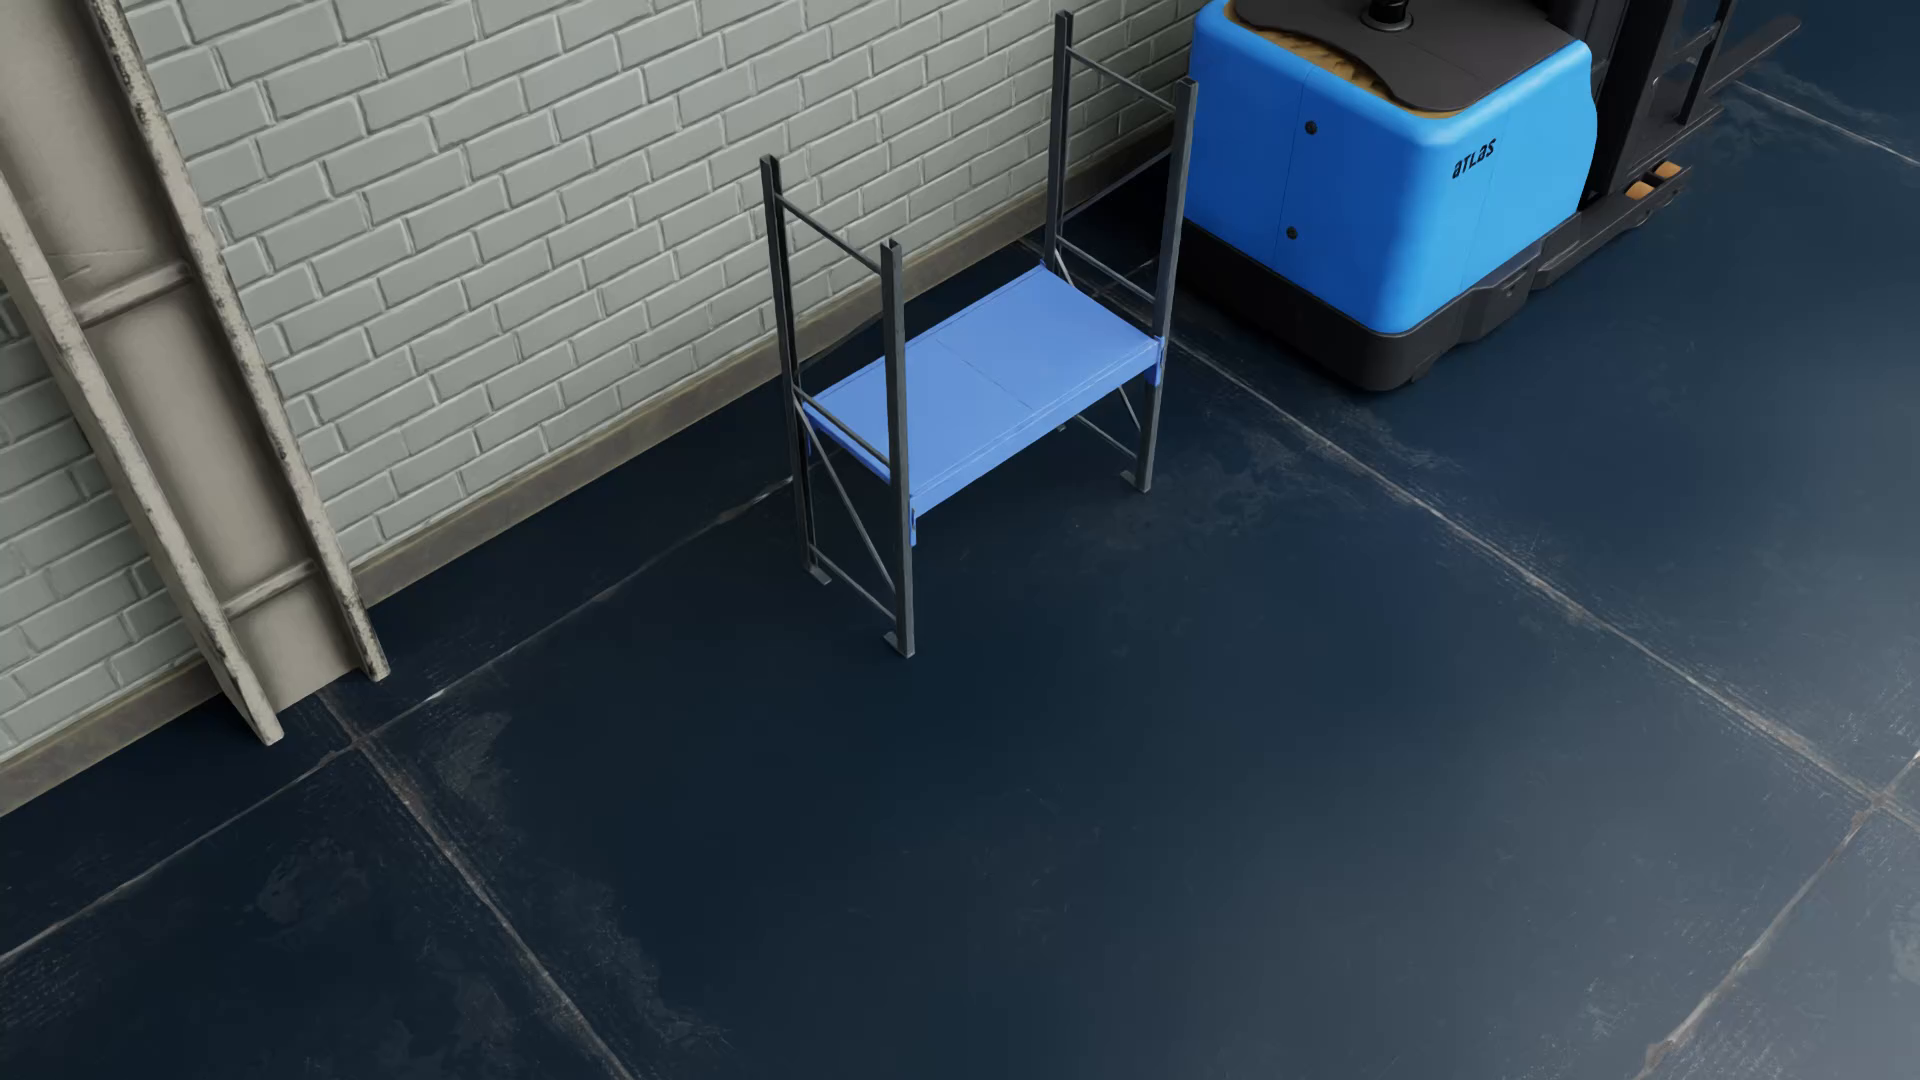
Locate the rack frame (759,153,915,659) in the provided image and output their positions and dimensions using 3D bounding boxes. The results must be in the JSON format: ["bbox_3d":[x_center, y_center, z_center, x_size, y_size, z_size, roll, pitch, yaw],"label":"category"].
[{"bbox_3d":[-0.313,-0.299,4.506,0.032,1.500,0.500,-34,56,-27],"label":"rack frame"}]

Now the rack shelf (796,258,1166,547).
[{"bbox_3d":[0.063,-0.429,4.870,1.000,0.185,0.538,-34,56,-27],"label":"rack shelf"}]

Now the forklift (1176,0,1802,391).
[{"bbox_3d":[2.176,-2.448,5.514,3.031,2.935,1.130,-34,56,-27],"label":"forklift"}]

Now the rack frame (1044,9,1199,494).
[{"bbox_3d":[0.439,-0.802,4.970,0.032,1.500,0.500,-34,56,-27],"label":"rack frame"}]

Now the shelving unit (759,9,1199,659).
[{"bbox_3d":[0.063,-0.551,4.738,1.048,1.500,0.538,-34,56,-27],"label":"shelving unit"}]
